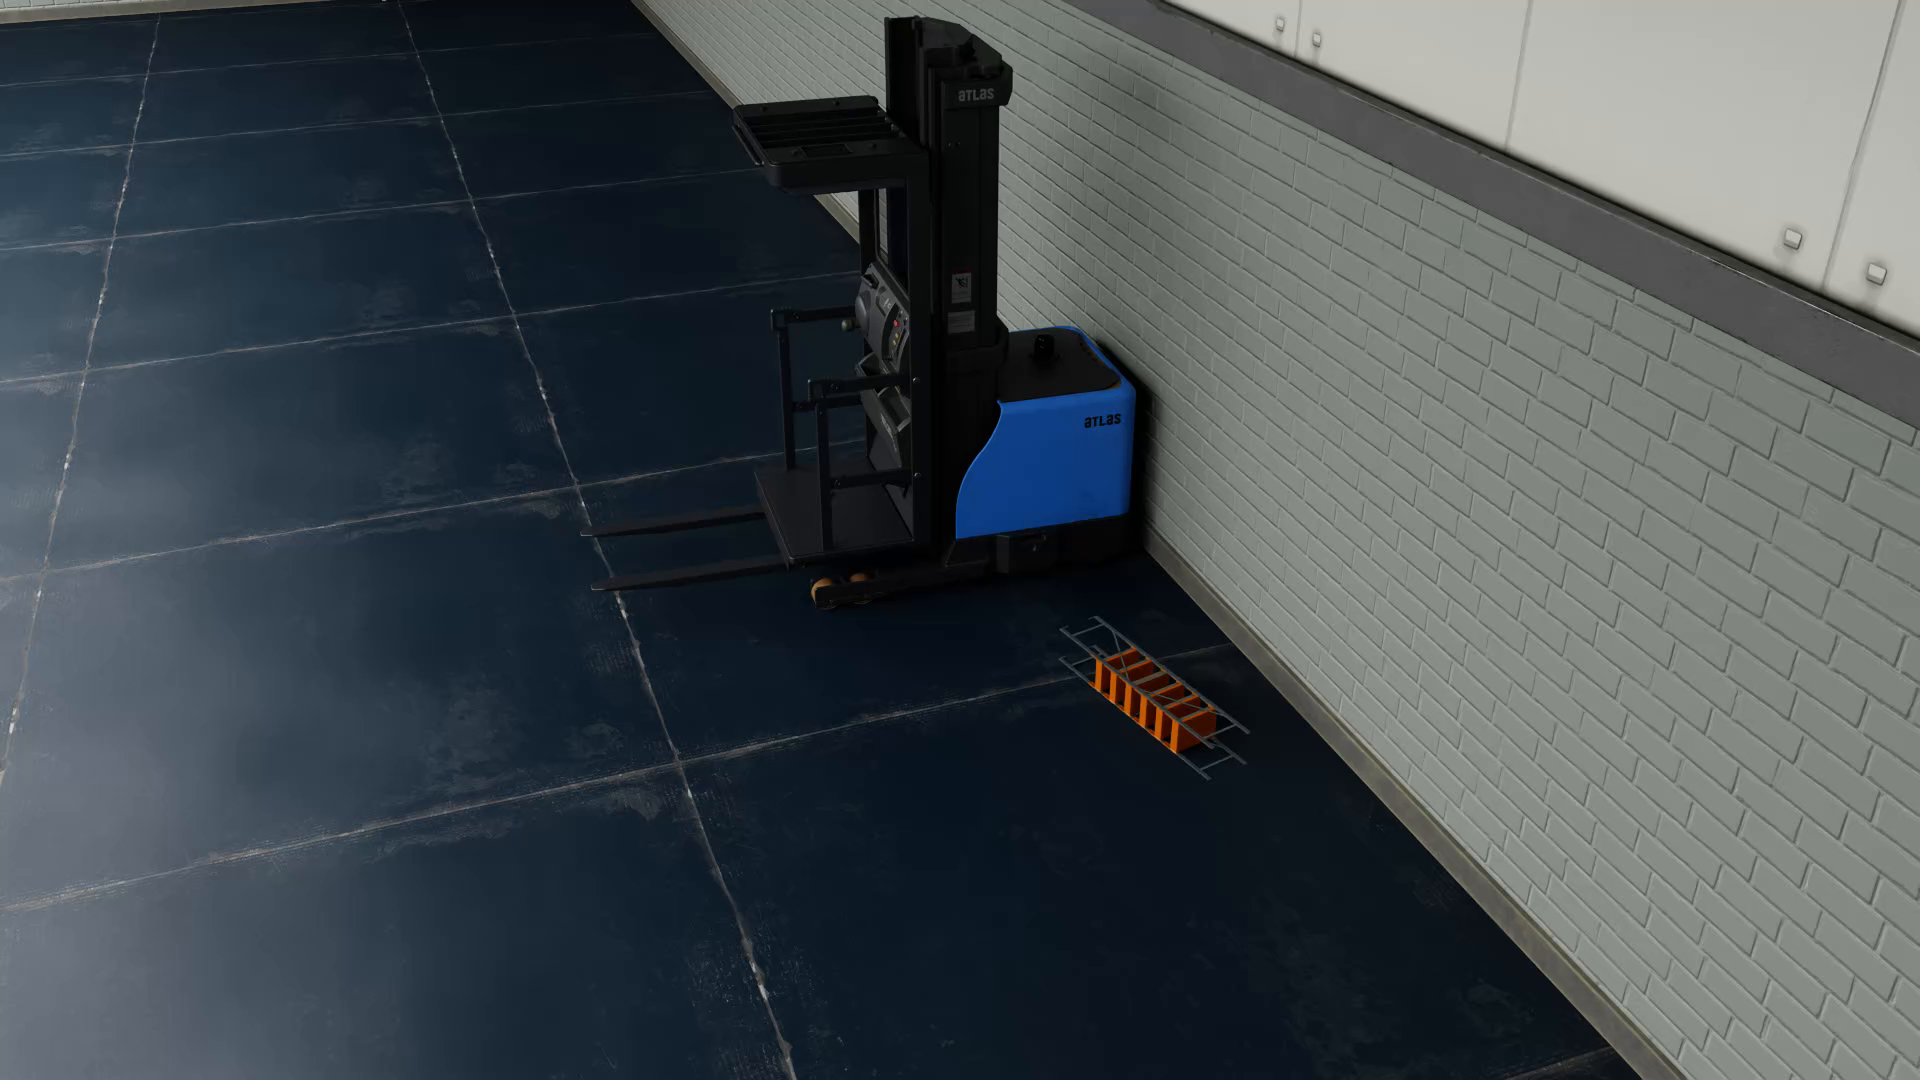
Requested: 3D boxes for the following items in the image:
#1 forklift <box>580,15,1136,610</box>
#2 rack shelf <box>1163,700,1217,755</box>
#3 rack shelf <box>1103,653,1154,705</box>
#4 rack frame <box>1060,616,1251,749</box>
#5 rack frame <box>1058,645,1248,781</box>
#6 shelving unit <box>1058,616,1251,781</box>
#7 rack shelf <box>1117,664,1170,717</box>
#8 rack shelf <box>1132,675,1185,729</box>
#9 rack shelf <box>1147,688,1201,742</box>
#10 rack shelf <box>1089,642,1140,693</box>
[{"bbox_3d":[-0.599,-1.185,8.870,3.031,2.935,1.130,-8,31,-14],"label":"forklift"},{"bbox_3d":[1.109,0.892,7.990,0.258,0.180,0.103,-18,34,-28],"label":"rack shelf"},{"bbox_3d":[0.849,0.690,8.339,0.258,0.180,0.103,-18,34,-28],"label":"rack shelf"},{"bbox_3d":[0.939,0.680,8.174,0.240,0.006,1.200,-18,34,-28],"label":"rack frame"},{"bbox_3d":[0.938,0.839,8.265,0.240,0.006,1.200,-18,34,-28],"label":"rack frame"},{"bbox_3d":[0.938,0.759,8.219,0.258,0.189,1.200,-18,34,-28],"label":"shelving unit"},{"bbox_3d":[0.914,0.741,8.252,0.258,0.180,0.103,-18,34,-28],"label":"rack shelf"},{"bbox_3d":[0.979,0.791,8.164,0.258,0.180,0.103,-18,34,-28],"label":"rack shelf"},{"bbox_3d":[1.044,0.842,8.077,0.258,0.180,0.103,-18,34,-28],"label":"rack shelf"},{"bbox_3d":[0.784,0.640,8.426,0.258,0.180,0.103,-18,34,-28],"label":"rack shelf"}]
